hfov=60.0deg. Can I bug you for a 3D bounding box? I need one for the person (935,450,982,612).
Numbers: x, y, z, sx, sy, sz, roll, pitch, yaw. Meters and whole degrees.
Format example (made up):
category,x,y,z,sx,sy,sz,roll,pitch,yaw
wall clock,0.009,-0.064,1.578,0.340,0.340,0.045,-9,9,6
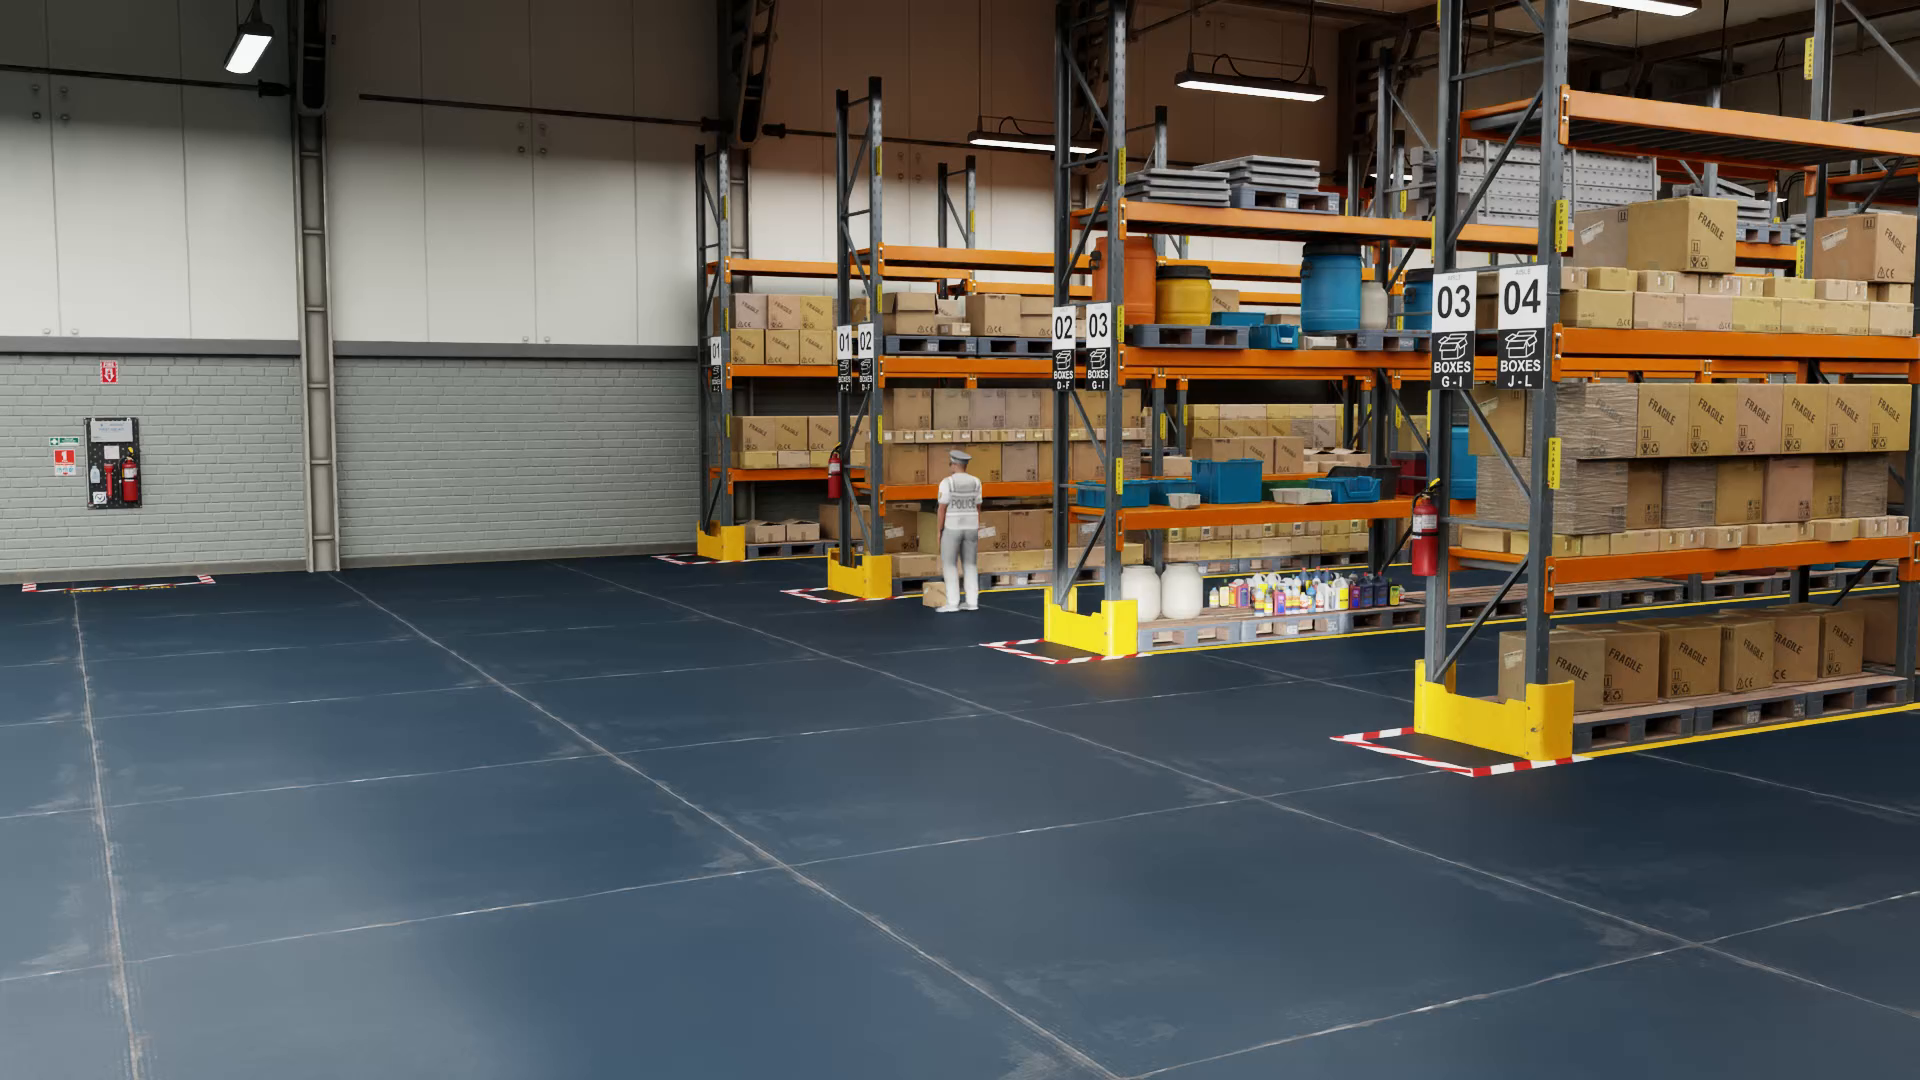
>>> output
category,x,y,z,sx,sy,sz,roll,pitch,yaw
person,-0.025,-0.091,18.294,0.528,1.791,0.394,-3,6,-27
